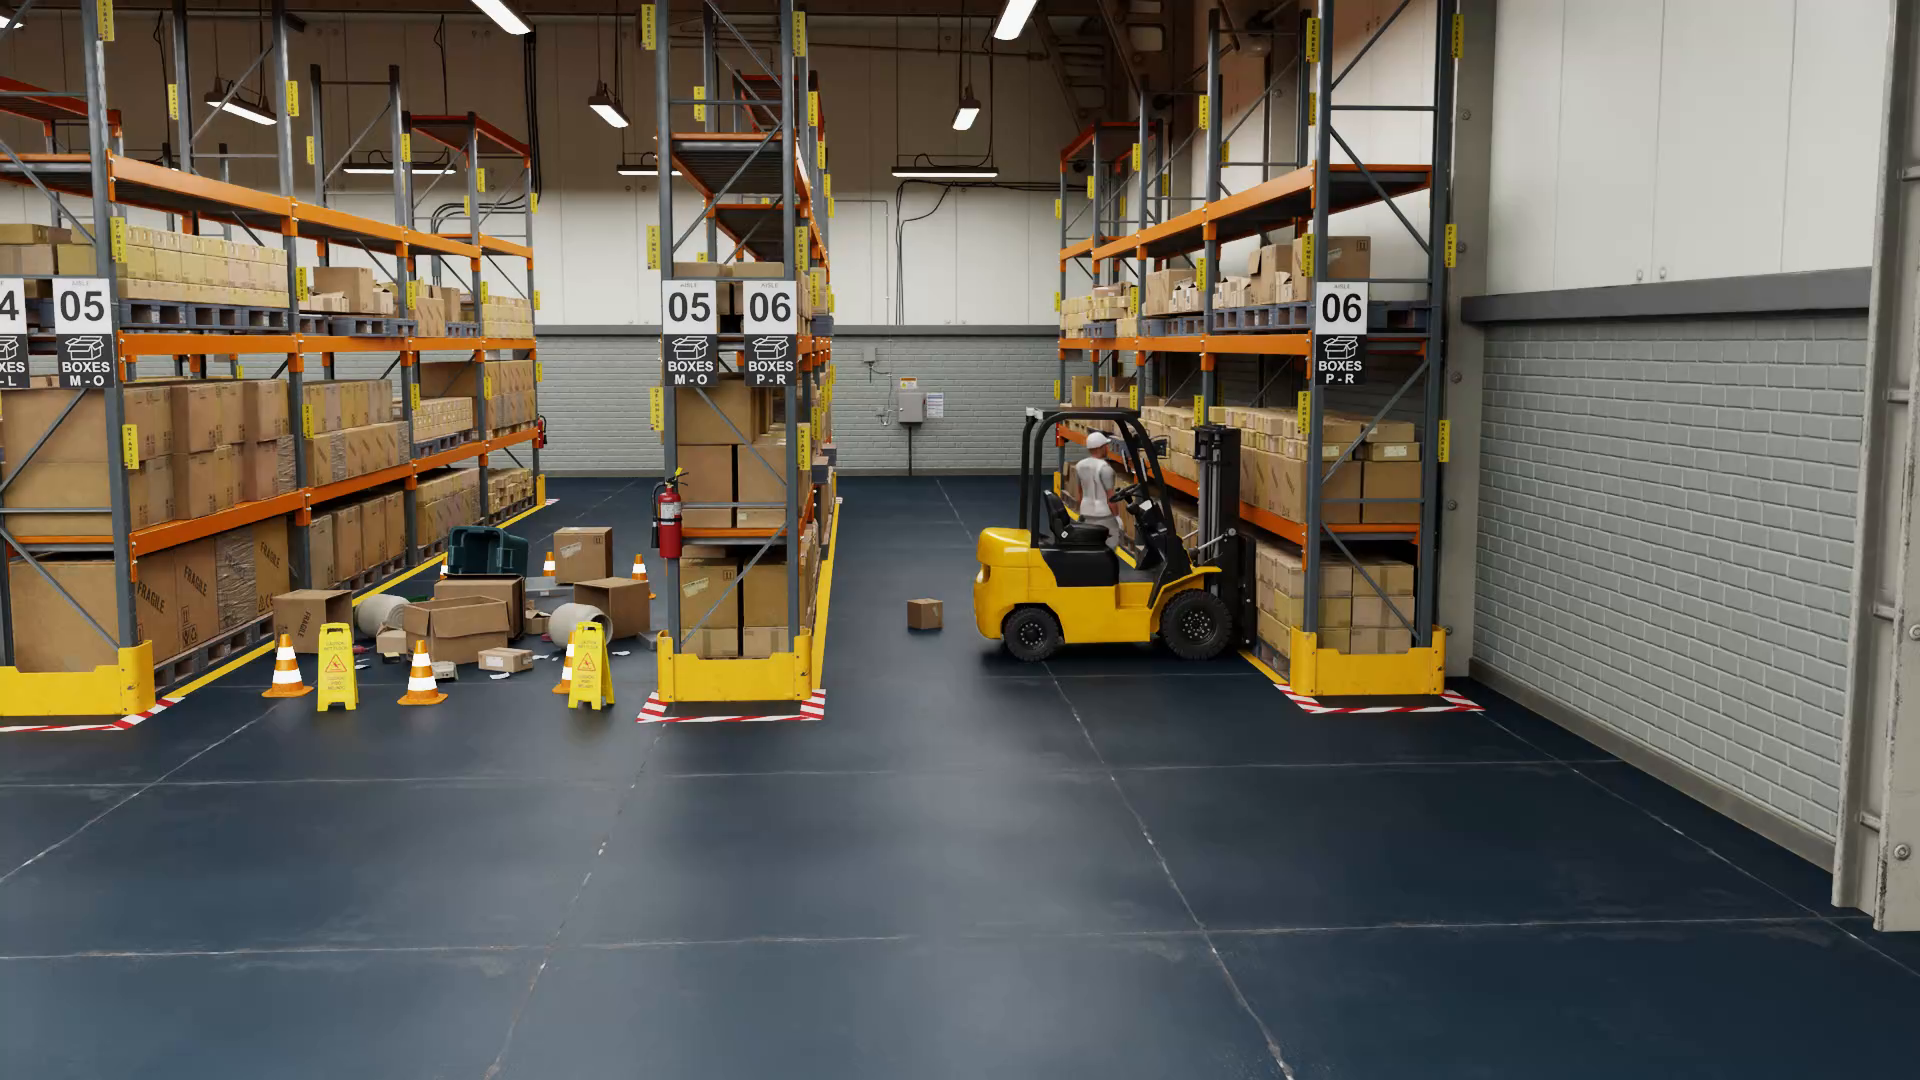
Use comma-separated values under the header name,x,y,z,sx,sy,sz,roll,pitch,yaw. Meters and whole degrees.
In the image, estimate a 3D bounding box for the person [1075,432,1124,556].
name,x,y,z,sx,sy,sz,roll,pitch,yaw
person,1.485,-0.246,17.485,0.620,1.785,0.590,-6,9,-40
